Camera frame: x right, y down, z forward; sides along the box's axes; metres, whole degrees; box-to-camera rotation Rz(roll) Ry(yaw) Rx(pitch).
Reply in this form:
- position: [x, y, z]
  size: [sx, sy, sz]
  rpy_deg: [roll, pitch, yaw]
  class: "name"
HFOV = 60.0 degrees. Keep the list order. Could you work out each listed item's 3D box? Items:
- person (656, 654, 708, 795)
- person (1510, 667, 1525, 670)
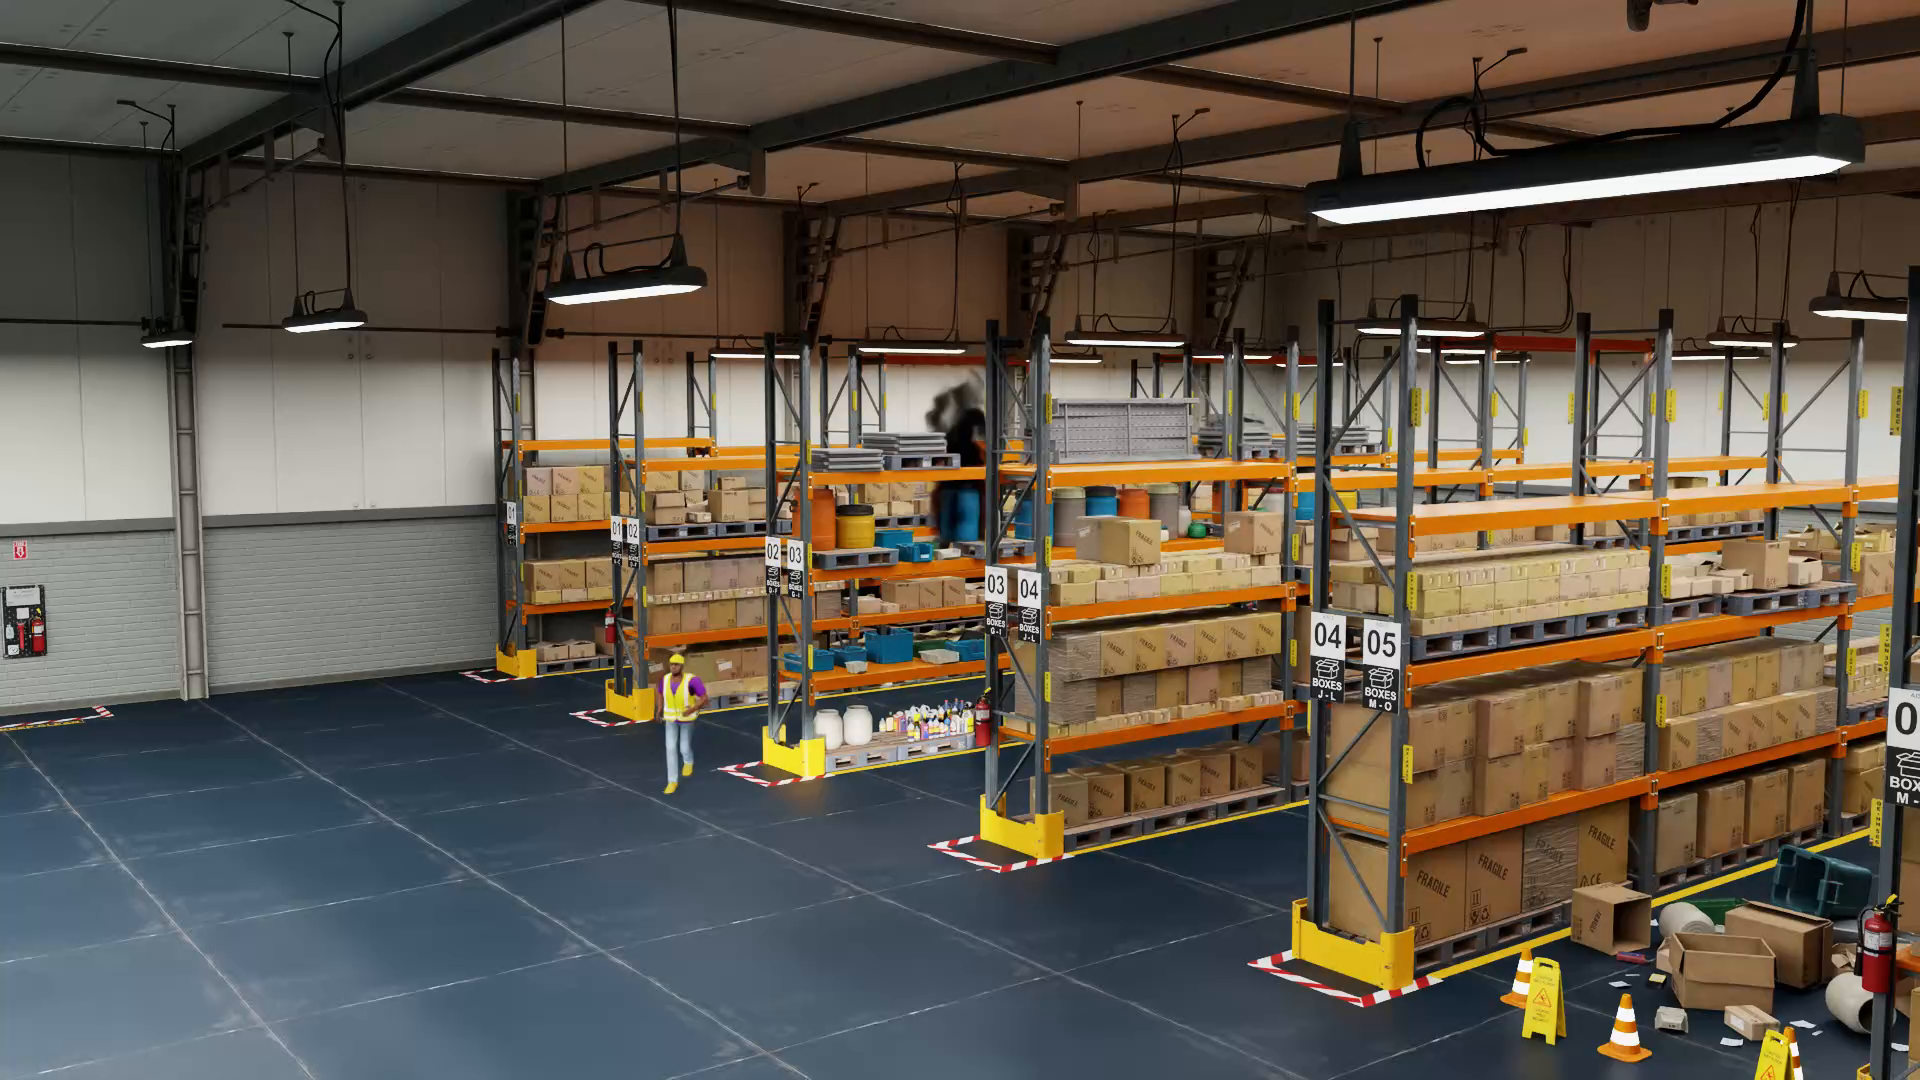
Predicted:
- position: [-3.644, 2.364, 21.807]
  size: [0.707, 1.778, 0.886]
  rpy_deg: [0, 5, 5]
  class: "person"
- position: [7.146, 2.426, 21.334]
  size: [0.651, 1.734, 0.721]
  rpy_deg: [-4, 7, -39]
  class: "person"
